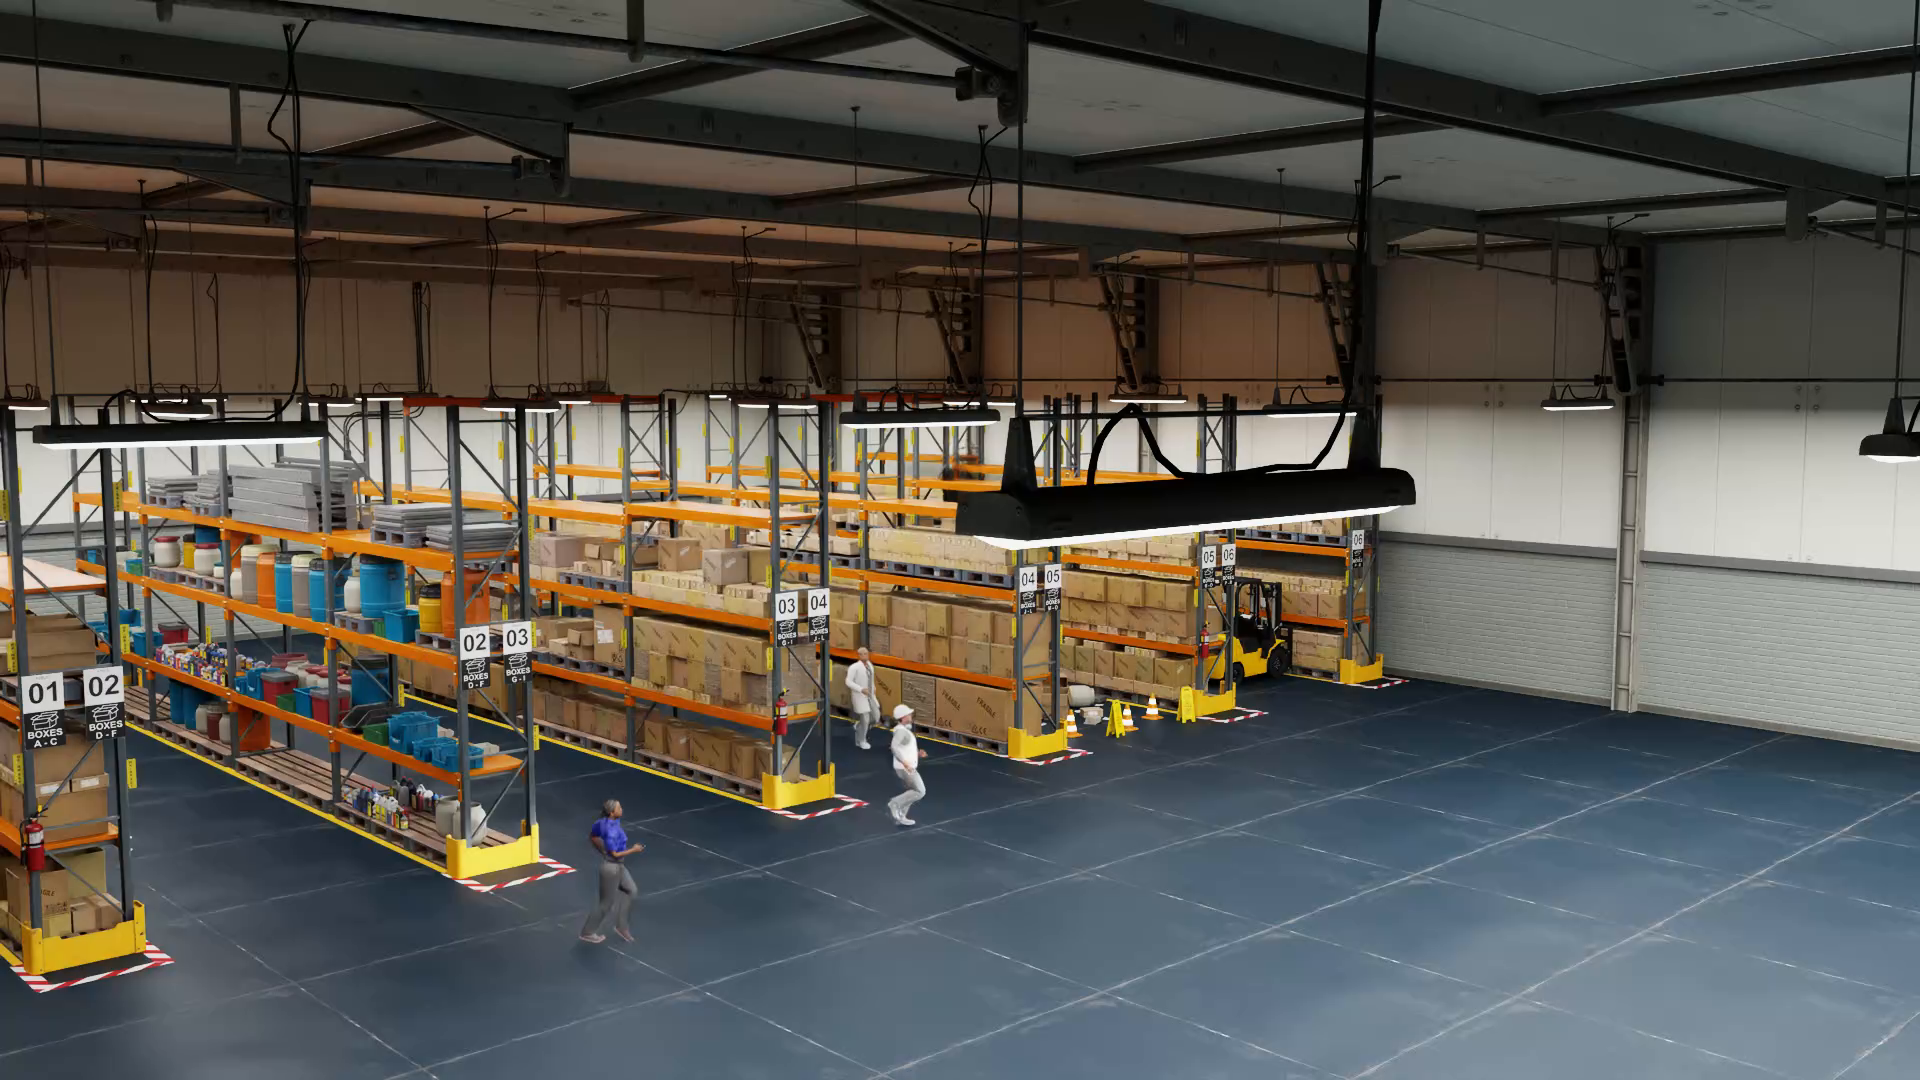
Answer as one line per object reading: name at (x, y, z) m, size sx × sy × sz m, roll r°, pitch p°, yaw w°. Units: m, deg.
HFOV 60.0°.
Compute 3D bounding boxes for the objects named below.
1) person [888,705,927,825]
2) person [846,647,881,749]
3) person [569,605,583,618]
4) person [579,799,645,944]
person at (-0.746, 3.196, 23.605) m, size 0.575 × 1.729 × 0.657 m, roll 0°, pitch 6°, yaw -4°
person at (-1.657, 2.708, 28.522) m, size 0.630 × 1.743 × 0.716 m, roll 5°, pitch 7°, yaw 41°
person at (-9.390, 1.606, 40.975) m, size 0.627 × 1.559 × 0.598 m, roll 0°, pitch 6°, yaw -3°
person at (-3.889, 3.726, 18.573) m, size 0.746 × 1.712 × 0.554 m, roll -1°, pitch 6°, yaw -13°
